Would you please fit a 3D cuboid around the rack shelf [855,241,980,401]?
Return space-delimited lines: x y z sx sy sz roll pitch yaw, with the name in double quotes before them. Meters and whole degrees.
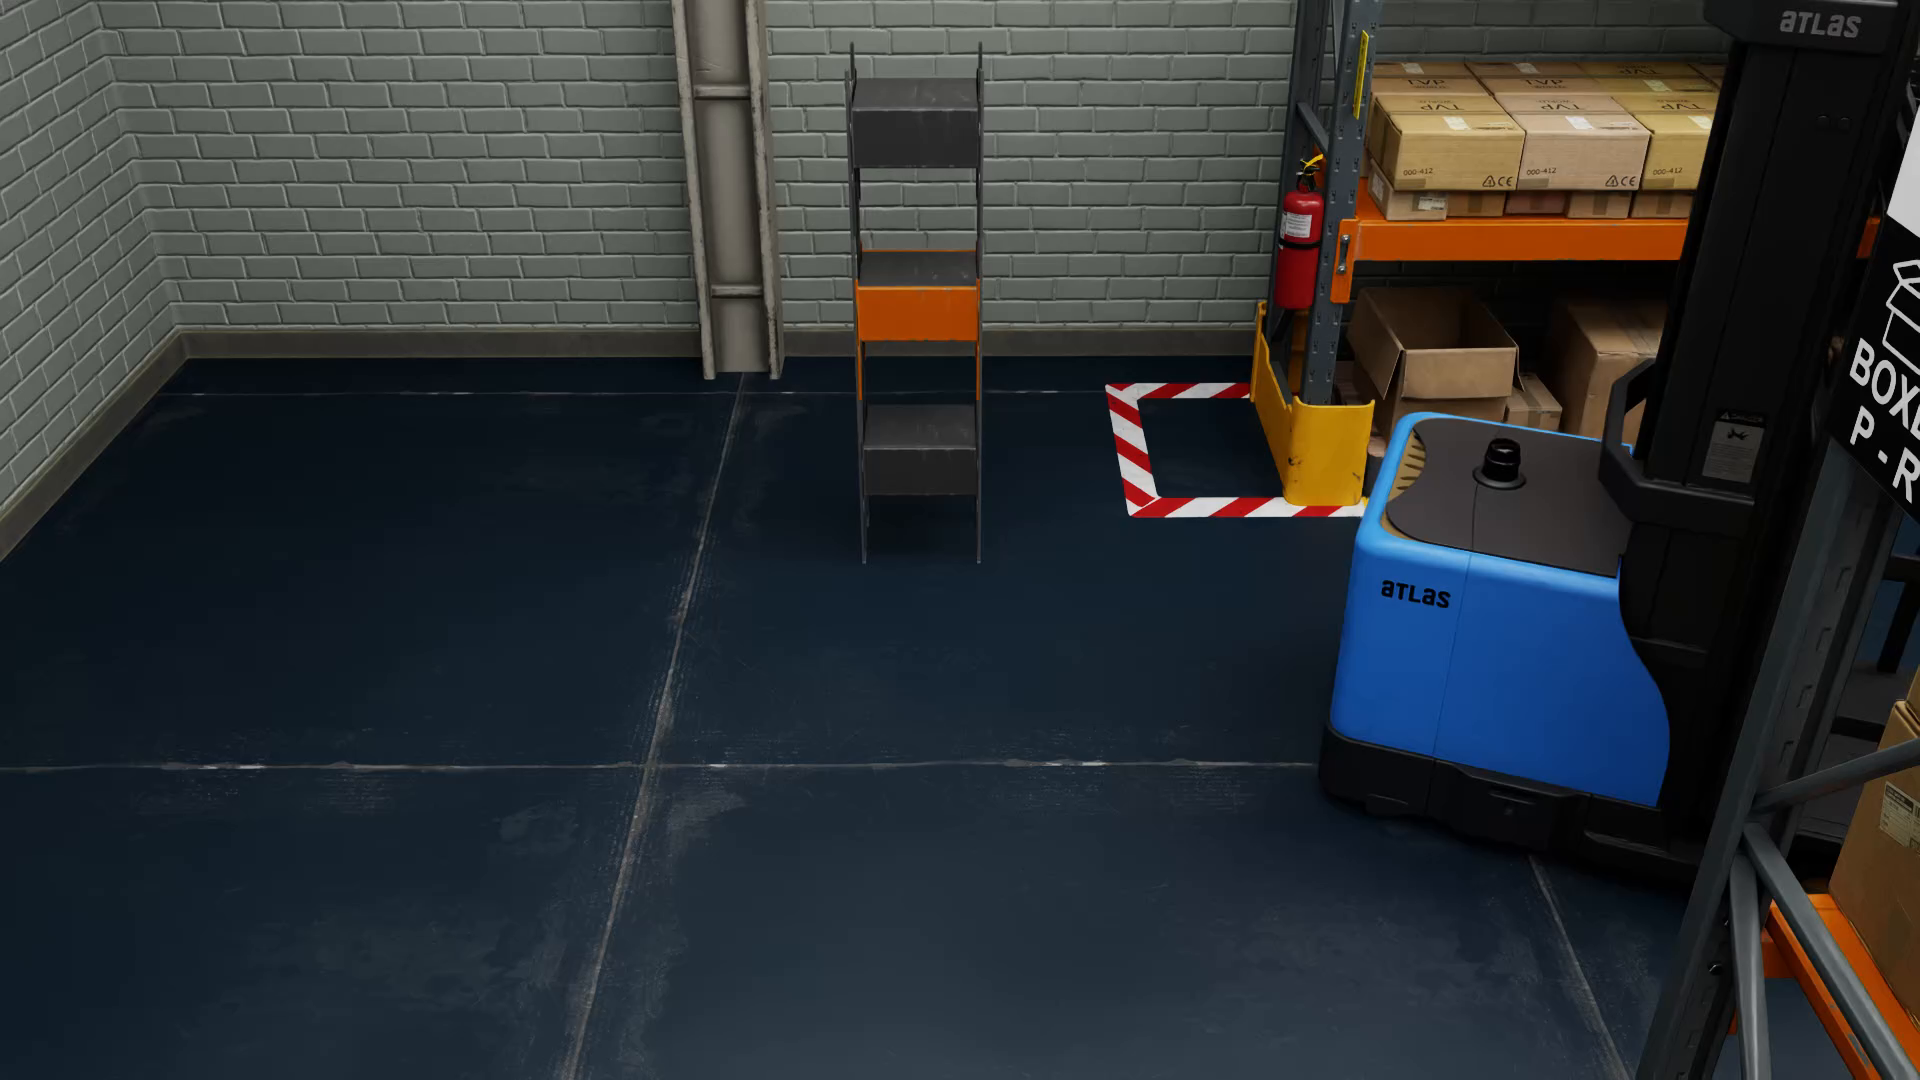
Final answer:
"rack shelf" -0.166 -0.885 6.712 0.480 0.518 0.431 0 31 0

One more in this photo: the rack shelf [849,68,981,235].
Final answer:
"rack shelf" -0.166 -1.484 6.348 0.480 0.518 0.431 0 31 0

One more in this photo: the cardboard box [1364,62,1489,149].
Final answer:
"cardboard box" 2.027 -1.940 7.414 0.500 0.250 0.500 1 31 1

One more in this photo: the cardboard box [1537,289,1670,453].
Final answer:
"cardboard box" 3.036 -0.784 7.655 0.500 0.500 0.700 1 31 2

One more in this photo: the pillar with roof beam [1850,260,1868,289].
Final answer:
"pillar with roof beam" 4.893 -2.547 2.774 0.400 9.000 9.100 0 31 0

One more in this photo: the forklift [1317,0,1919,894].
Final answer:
"forklift" 2.807 -0.302 4.922 3.031 2.935 1.130 11 33 18

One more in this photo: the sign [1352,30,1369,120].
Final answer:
"sign" 1.572 -1.826 6.534 0.005 0.325 0.100 0 31 0

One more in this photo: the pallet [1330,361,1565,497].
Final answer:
"pallet" 2.442 -0.549 7.951 1.213 0.211 1.003 0 31 0

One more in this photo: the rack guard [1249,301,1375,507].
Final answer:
"rack guard" 1.645 -0.669 7.871 0.348 0.500 1.175 0 31 0

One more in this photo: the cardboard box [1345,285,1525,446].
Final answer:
"cardboard box" 2.181 -0.803 7.683 0.637 0.503 0.797 -1 31 -2

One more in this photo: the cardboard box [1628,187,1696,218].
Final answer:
"cardboard box" 2.935 -1.506 7.082 0.250 0.149 0.380 0 31 0

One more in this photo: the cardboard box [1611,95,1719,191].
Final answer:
"cardboard box" 3.035 -1.668 6.965 0.500 0.250 0.500 -1 31 -1

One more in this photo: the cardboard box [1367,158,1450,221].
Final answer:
"cardboard box" 1.899 -1.489 7.055 0.250 0.149 0.380 0 31 -1

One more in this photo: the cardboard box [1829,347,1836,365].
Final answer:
"cardboard box" 3.565 -0.734 7.573 0.500 0.500 0.500 0 31 1

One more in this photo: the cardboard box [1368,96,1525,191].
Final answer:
"cardboard box" 2.024 -1.663 6.956 0.500 0.250 0.500 0 31 0

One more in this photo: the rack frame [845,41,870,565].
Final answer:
"rack frame" -0.410 -0.896 6.703 0.015 2.100 0.400 0 31 0

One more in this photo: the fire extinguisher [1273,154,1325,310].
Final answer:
"fire extinguisher" 1.425 -1.305 6.943 0.183 0.674 0.296 0 31 0

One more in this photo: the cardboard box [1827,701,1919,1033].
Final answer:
"cardboard box" 2.083 0.655 3.182 0.500 0.500 0.500 0 31 0

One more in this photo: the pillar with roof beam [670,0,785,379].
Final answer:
"pillar with roof beam" -1.107 -2.529 2.743 0.400 9.000 9.100 0 31 0

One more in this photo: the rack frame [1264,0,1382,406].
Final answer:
"rack frame" 1.569 -1.738 7.223 0.127 3.000 1.000 0 31 0

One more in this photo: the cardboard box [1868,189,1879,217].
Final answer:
"cardboard box" 3.708 -1.515 7.098 0.250 0.149 0.380 0 31 0

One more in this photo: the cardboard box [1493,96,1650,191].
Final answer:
"cardboard box" 2.528 -1.664 6.959 0.500 0.250 0.500 0 31 0

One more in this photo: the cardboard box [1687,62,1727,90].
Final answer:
"cardboard box" 3.561 -1.942 7.416 0.500 0.250 0.500 0 31 0

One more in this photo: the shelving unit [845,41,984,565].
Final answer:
"shelving unit" -0.166 -0.897 6.704 0.503 2.100 0.431 0 31 0

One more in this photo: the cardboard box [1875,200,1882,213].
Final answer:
"cardboard box" 3.955 -1.541 7.140 0.250 0.149 0.380 0 31 0

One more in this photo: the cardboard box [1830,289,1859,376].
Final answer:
"cardboard box" 4.074 -0.787 7.661 0.500 0.500 0.700 -1 31 -2

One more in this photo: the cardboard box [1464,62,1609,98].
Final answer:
"cardboard box" 2.543 -1.941 7.415 0.500 0.250 0.500 0 31 0

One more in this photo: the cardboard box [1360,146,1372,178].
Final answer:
"cardboard box" 1.899 -1.771 7.519 0.250 0.149 0.380 -1 31 -1

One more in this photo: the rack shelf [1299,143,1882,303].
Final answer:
"rack shelf" 3.569 -1.437 7.419 4.000 0.370 1.077 0 31 0

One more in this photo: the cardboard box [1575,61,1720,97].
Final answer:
"cardboard box" 3.038 -1.940 7.414 0.500 0.250 0.500 1 31 1

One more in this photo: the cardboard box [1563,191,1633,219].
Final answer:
"cardboard box" 2.669 -1.502 7.076 0.250 0.149 0.380 1 31 1

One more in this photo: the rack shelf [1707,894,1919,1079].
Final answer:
"rack shelf" 3.603 1.138 3.176 4.000 0.370 1.077 0 31 0

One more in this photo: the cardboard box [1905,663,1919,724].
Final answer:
"cardboard box" 2.083 0.242 2.900 0.500 0.500 0.500 1 31 1

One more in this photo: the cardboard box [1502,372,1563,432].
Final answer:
"cardboard box" 2.606 -0.632 7.744 0.250 0.149 0.380 -1 31 -2

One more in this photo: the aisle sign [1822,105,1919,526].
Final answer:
"aisle sign" 1.529 -0.435 2.569 0.004 0.787 0.394 0 31 0

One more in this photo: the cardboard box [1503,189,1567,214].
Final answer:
"cardboard box" 2.416 -1.533 7.127 0.250 0.149 0.380 -1 31 -1

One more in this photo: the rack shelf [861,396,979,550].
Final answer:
"rack shelf" -0.166 -0.287 7.075 0.480 0.518 0.431 0 31 0

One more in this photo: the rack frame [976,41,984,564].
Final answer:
"rack frame" 0.078 -0.898 6.706 0.015 2.100 0.400 0 31 0

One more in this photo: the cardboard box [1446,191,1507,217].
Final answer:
"cardboard box" 2.153 -1.514 7.096 0.250 0.149 0.380 1 31 1
